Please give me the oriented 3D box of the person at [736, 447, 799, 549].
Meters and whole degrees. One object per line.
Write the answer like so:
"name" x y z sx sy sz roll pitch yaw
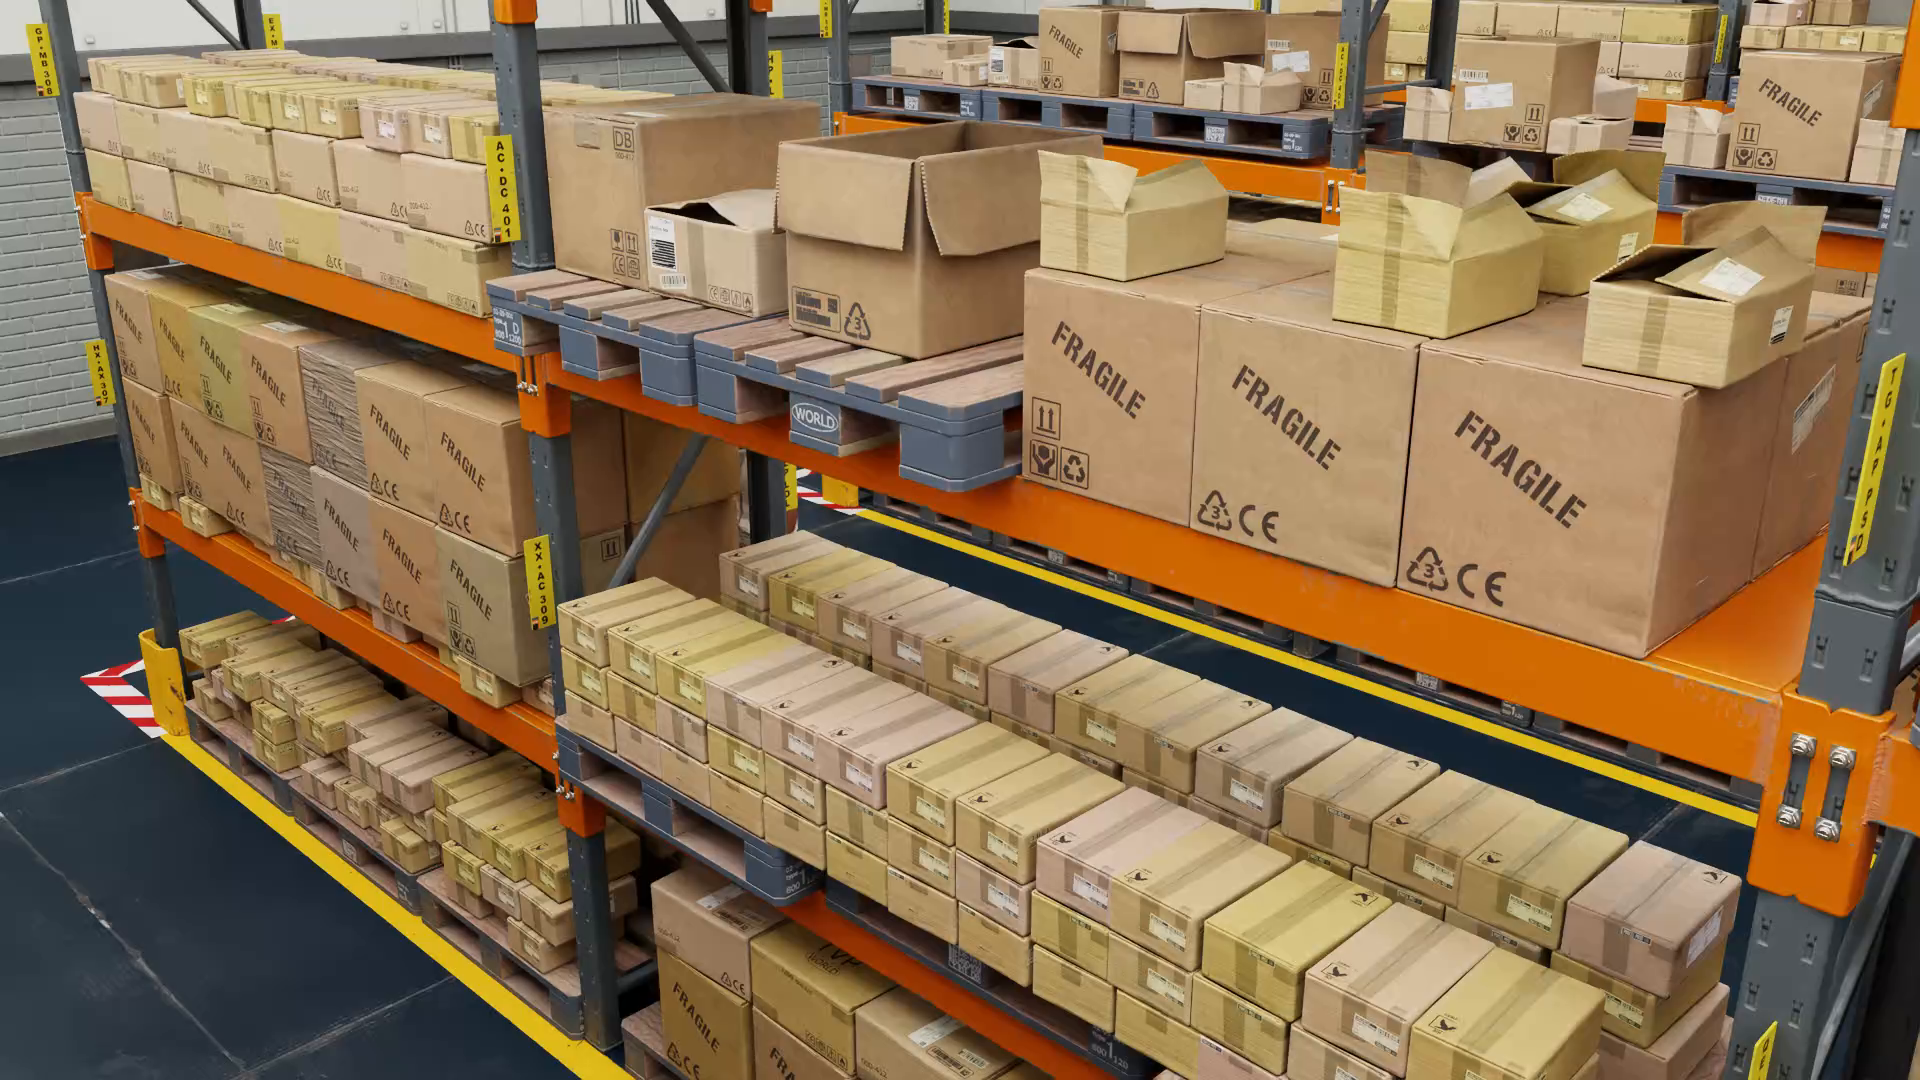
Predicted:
"person" -1.136 -0.020 9.117 0.608 1.773 0.449 17 27 39
